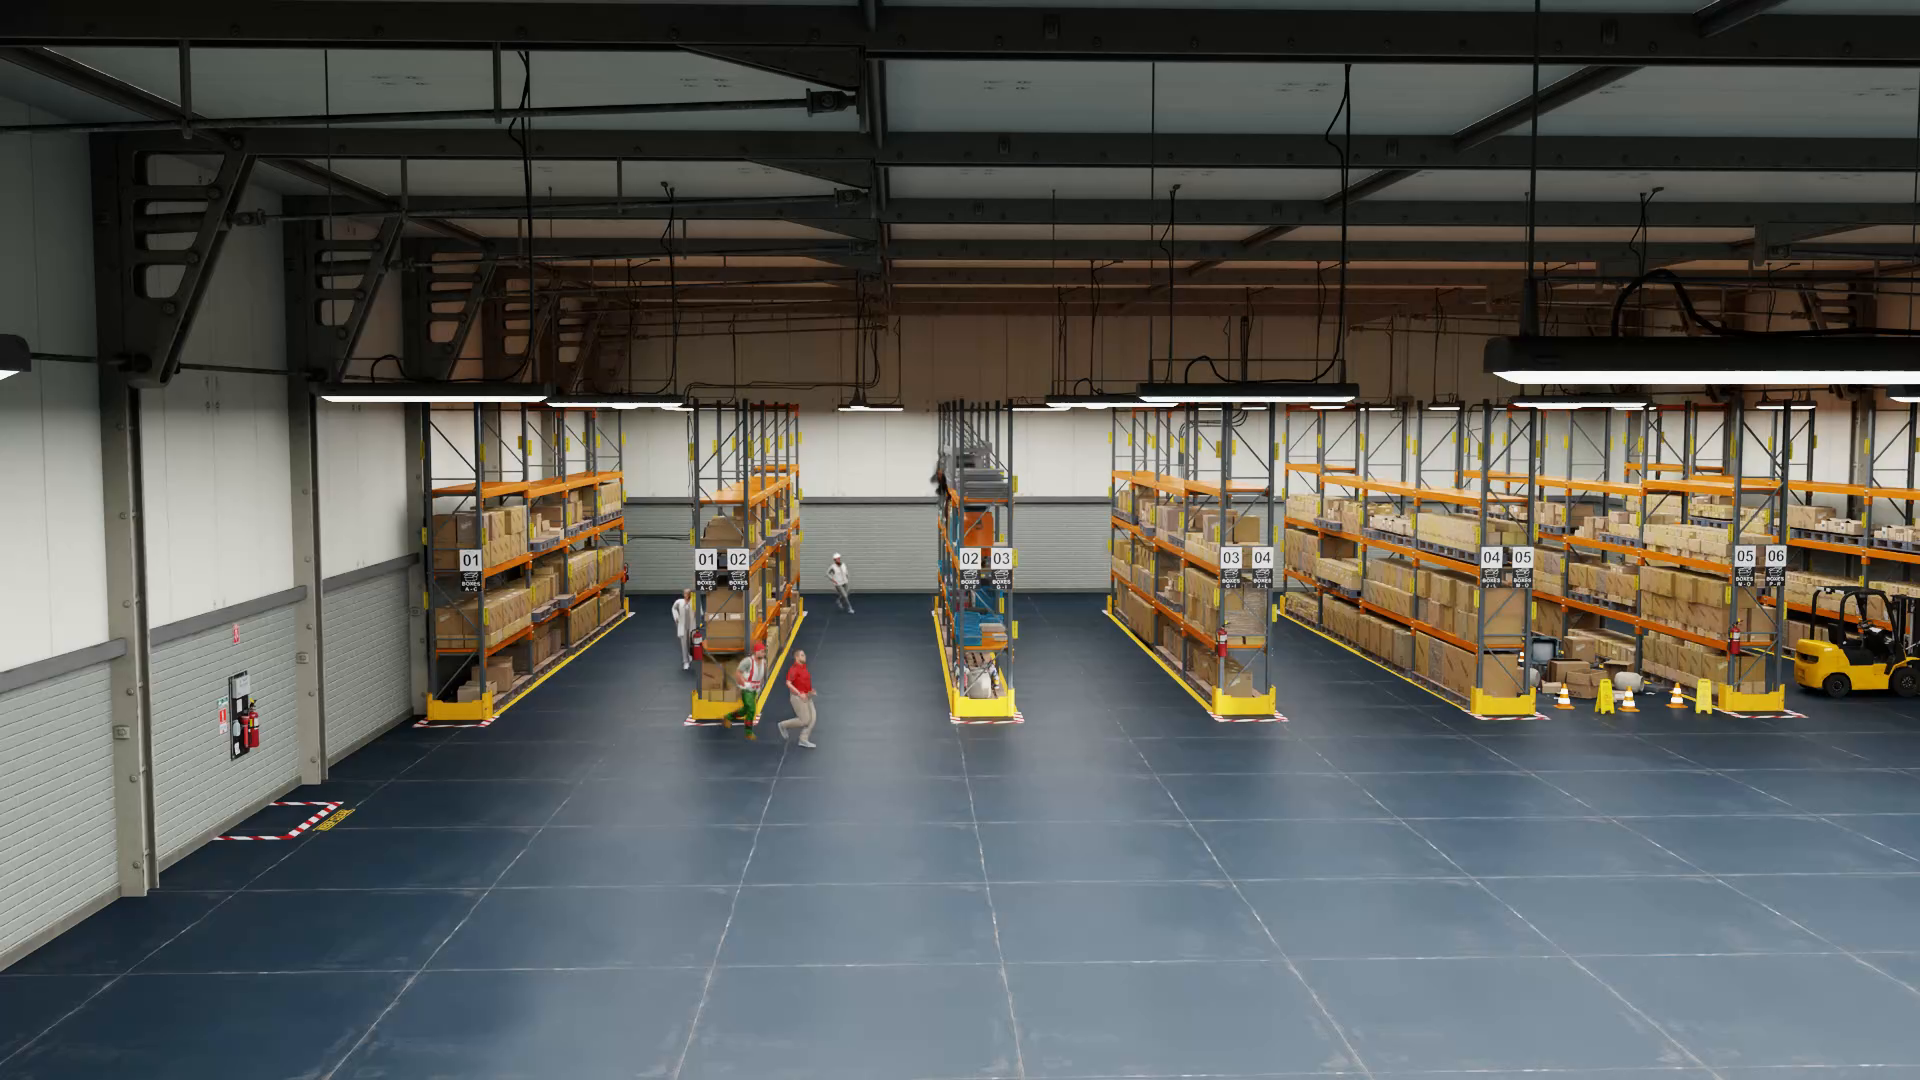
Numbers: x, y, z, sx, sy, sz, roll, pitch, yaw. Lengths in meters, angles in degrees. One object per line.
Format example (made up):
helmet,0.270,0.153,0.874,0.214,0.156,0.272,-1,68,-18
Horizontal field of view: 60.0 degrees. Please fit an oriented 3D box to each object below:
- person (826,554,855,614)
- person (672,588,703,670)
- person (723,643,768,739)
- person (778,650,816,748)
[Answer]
person,-3.495,1.246,47.797,0.689,1.729,0.880,-3,6,-38
person,-6.163,1.983,37.617,0.710,1.787,1.025,-1,4,-8
person,-3.802,2.661,29.509,0.954,1.732,0.653,3,5,35
person,-2.784,2.722,28.581,0.644,1.690,0.669,1,5,15
